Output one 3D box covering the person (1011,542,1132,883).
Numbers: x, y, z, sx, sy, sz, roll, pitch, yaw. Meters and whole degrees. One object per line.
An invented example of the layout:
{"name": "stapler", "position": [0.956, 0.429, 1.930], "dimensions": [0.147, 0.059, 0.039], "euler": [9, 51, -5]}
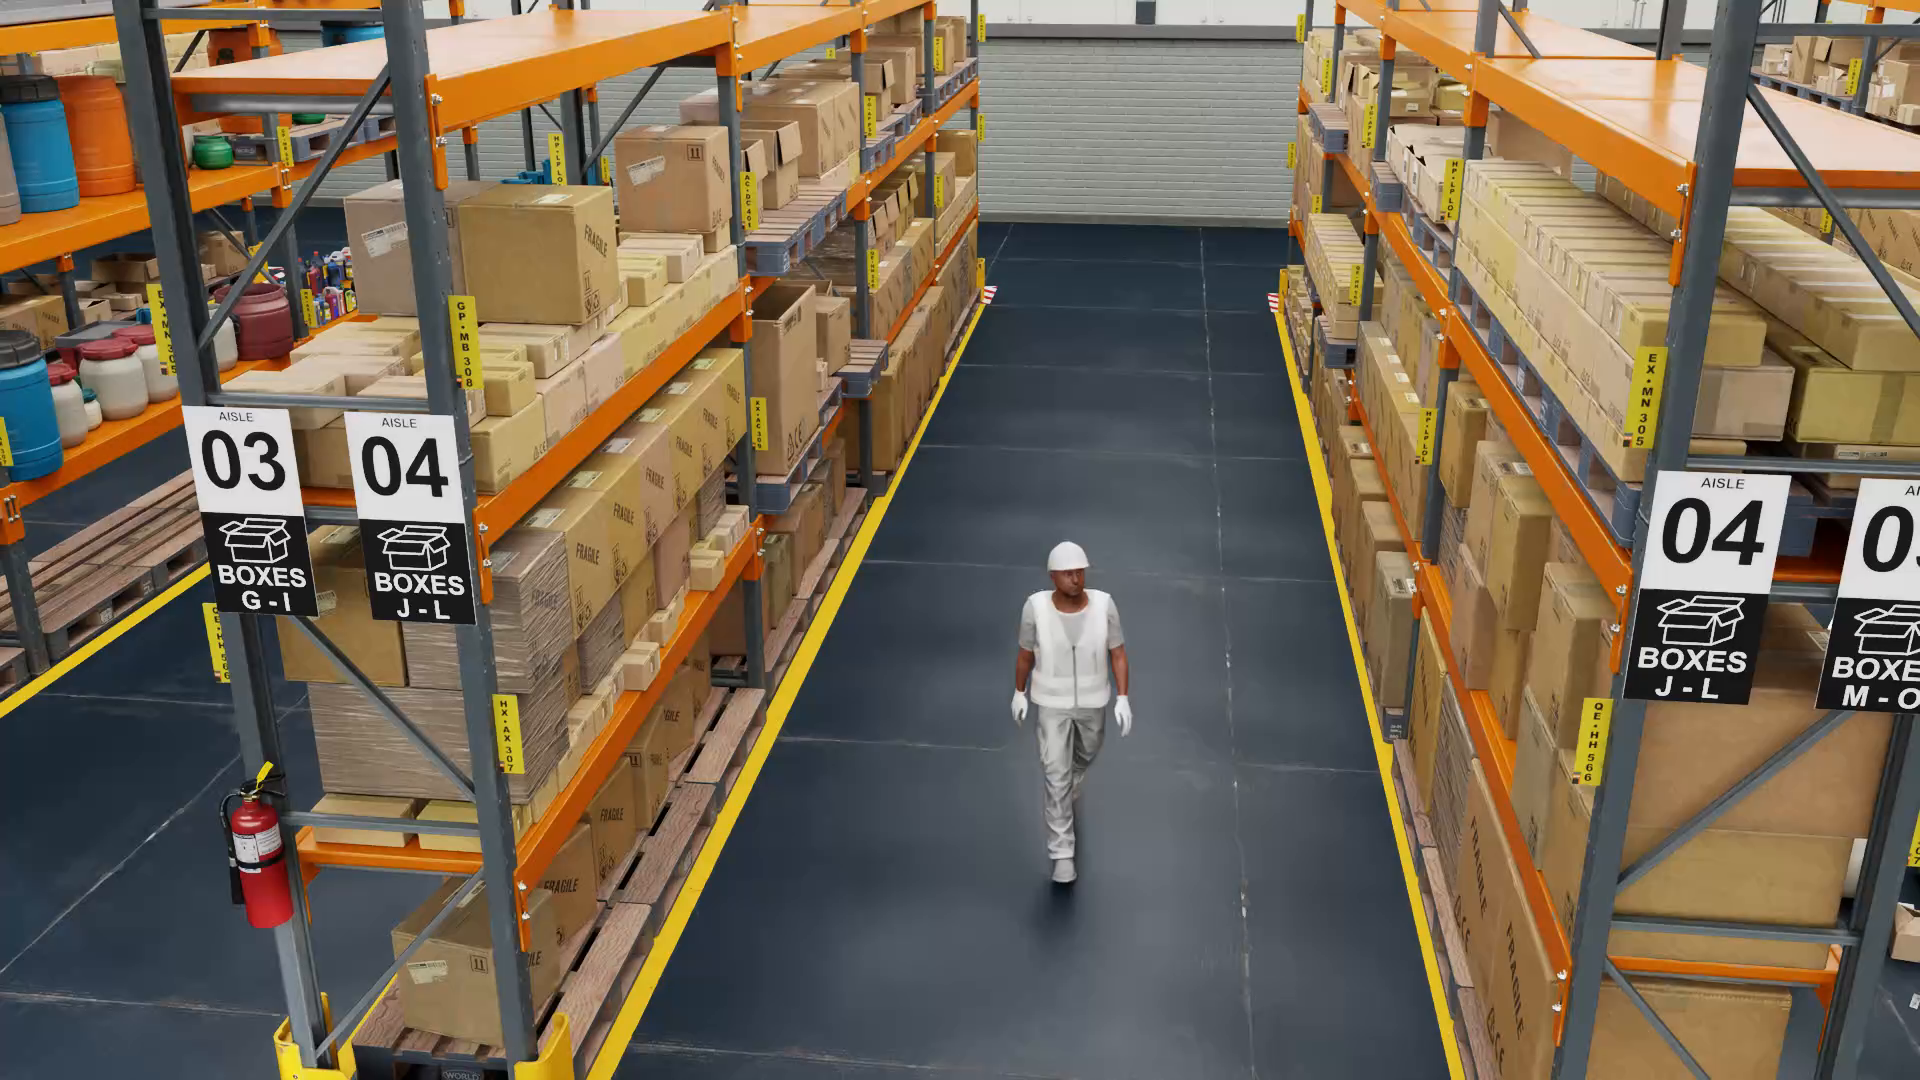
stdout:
{"name": "person", "position": [0.597, 0.844, 8.871], "dimensions": [0.593, 1.738, 1.072], "euler": [-3, 21, -9]}
